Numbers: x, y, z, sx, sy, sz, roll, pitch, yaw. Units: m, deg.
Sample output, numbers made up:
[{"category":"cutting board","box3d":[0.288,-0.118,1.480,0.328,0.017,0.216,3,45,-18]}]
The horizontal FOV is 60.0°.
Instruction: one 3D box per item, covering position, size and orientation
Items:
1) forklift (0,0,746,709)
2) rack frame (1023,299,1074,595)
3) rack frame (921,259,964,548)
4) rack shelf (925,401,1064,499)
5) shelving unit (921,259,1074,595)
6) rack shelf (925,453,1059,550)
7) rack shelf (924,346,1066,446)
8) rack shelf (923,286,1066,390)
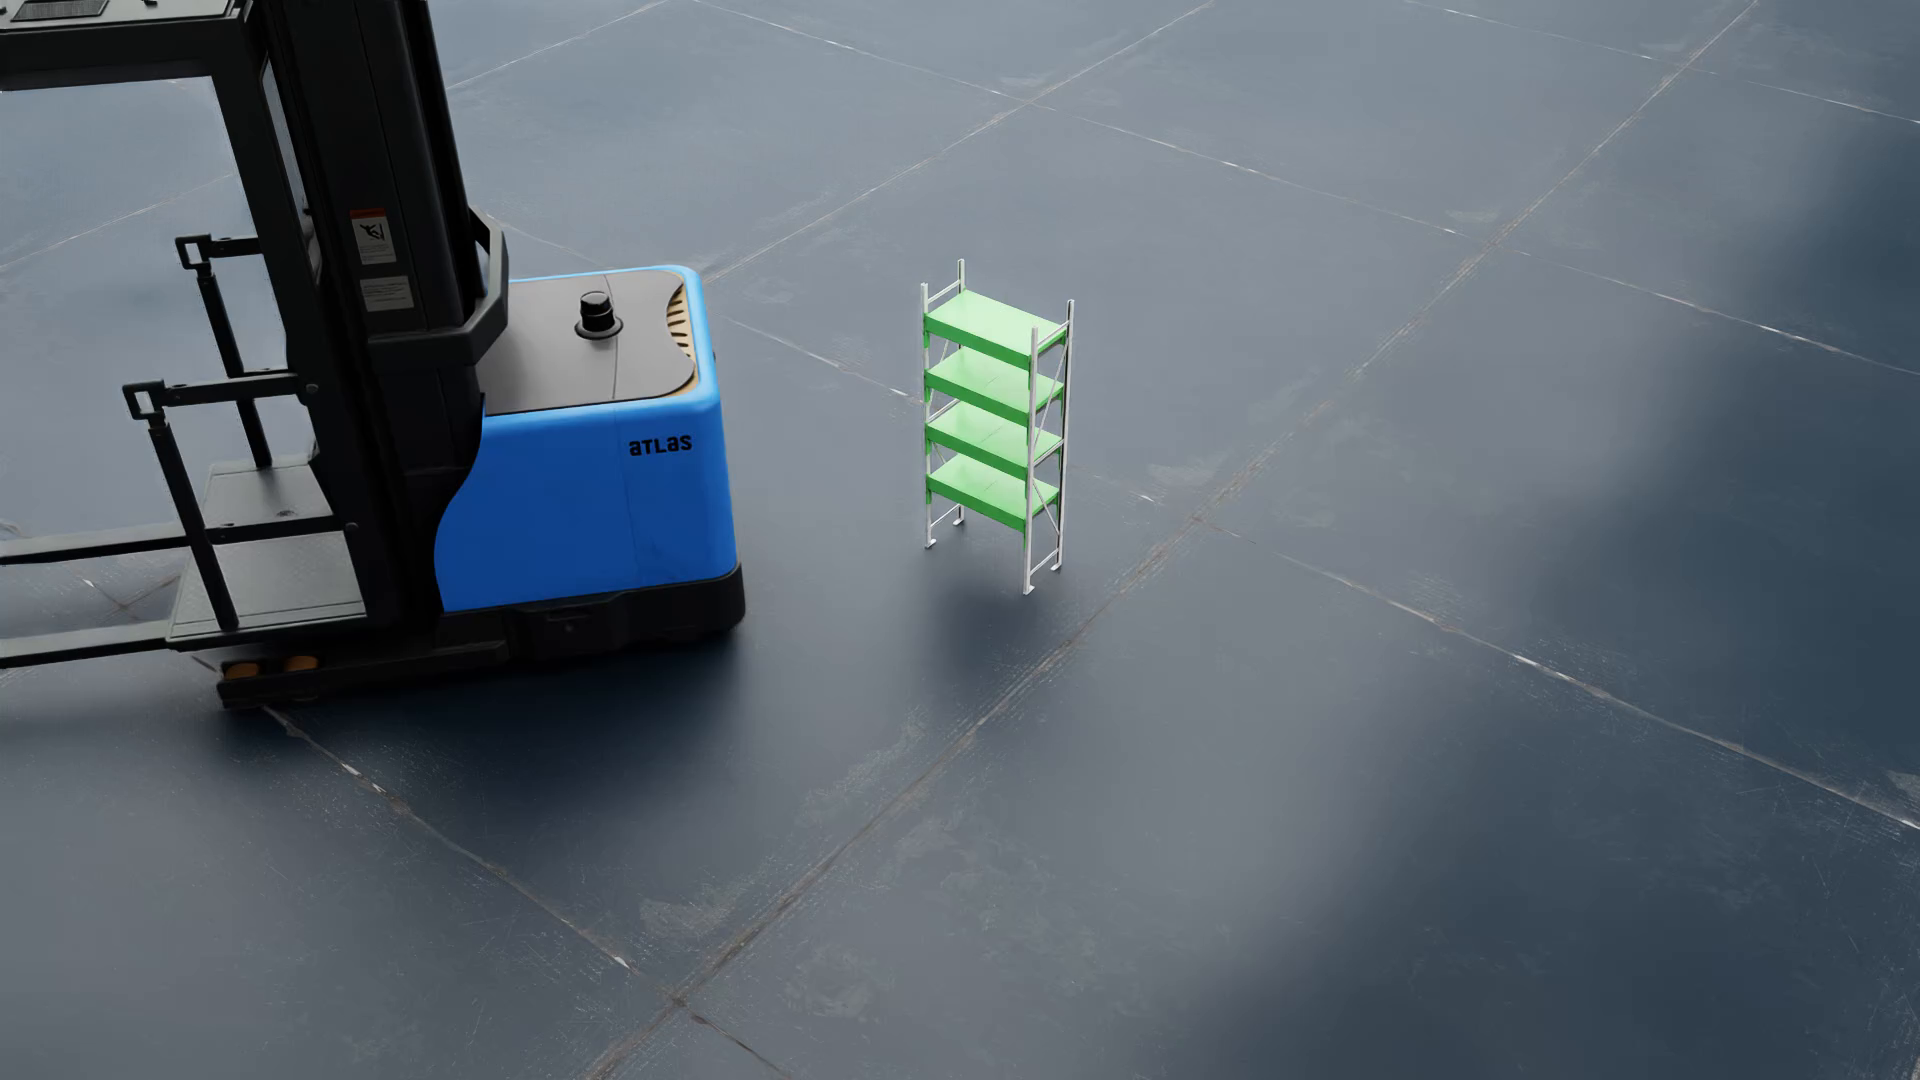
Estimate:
[{"category":"forklift","box3d":[-2.380,-0.904,5.527,3.031,2.935,1.130,-7,39,-9]},{"category":"rack frame","box3d":[0.325,-0.319,6.184,0.015,1.200,0.240,25,45,29]},{"category":"rack frame","box3d":[-0.062,-0.502,6.418,0.015,1.200,0.240,25,45,29]},{"category":"rack shelf","box3d":[0.132,-0.360,6.340,0.480,0.148,0.258,25,45,29]},{"category":"shelving unit","box3d":[0.132,-0.410,6.301,0.503,1.200,0.258,25,45,29]},{"category":"rack shelf","box3d":[0.131,-0.171,6.488,0.480,0.148,0.258,25,45,29]},{"category":"rack shelf","box3d":[0.132,-0.549,6.192,0.480,0.148,0.258,25,45,29]},{"category":"rack shelf","box3d":[0.132,-0.738,6.044,0.480,0.148,0.258,25,45,29]}]
